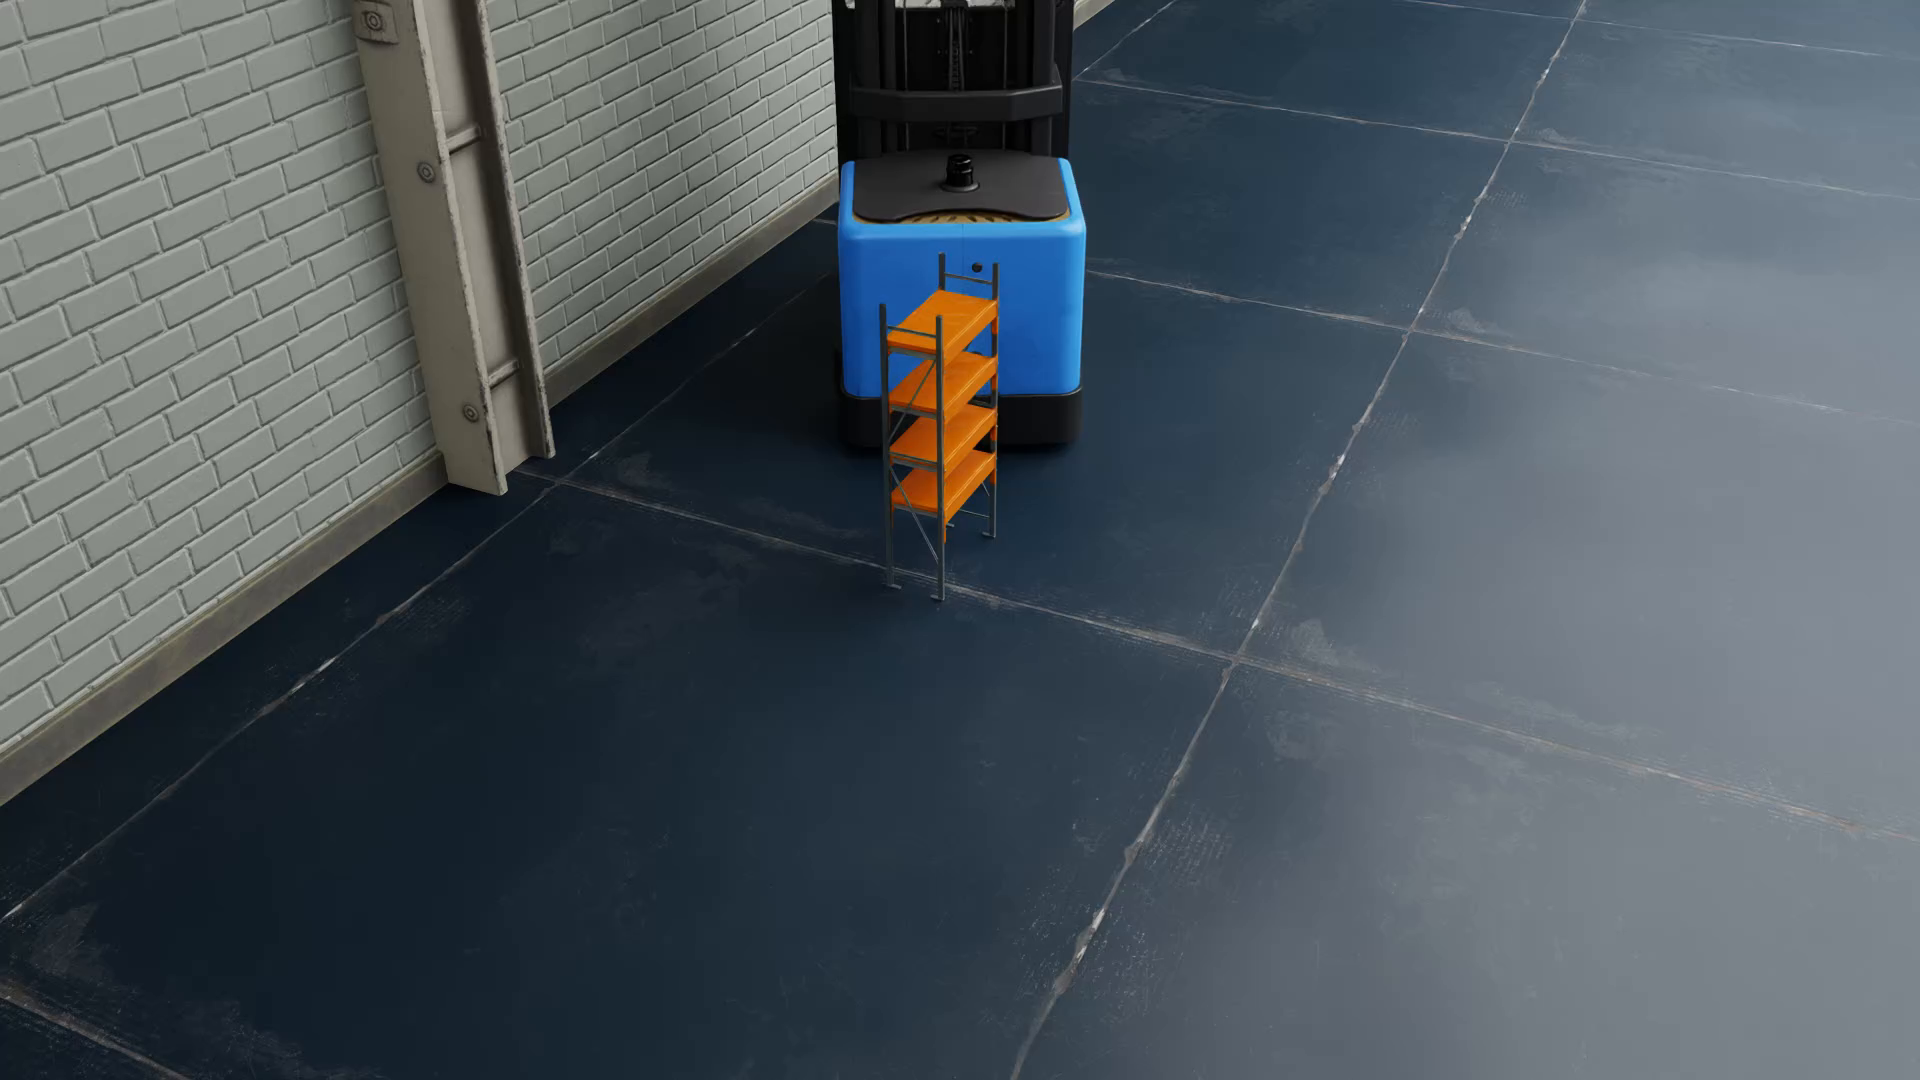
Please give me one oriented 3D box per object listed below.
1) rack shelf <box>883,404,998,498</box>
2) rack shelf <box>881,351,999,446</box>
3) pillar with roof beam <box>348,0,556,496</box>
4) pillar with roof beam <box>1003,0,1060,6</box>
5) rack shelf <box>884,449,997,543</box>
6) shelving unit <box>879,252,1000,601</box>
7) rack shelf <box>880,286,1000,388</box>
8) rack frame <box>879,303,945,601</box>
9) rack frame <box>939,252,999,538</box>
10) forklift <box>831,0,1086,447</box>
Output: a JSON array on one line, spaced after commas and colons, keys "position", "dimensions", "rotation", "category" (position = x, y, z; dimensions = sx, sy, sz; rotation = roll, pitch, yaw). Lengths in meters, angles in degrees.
[{"position": [-0.069, -0.363, 6.332], "dimensions": [0.258, 0.148, 0.480], "rotation": [14, 36, 20], "category": "rack shelf"}, {"position": [-0.069, -0.550, 6.209], "dimensions": [0.258, 0.148, 0.480], "rotation": [14, 36, 20], "category": "rack shelf"}, {"position": [1.909, -3.096, 3.264], "dimensions": [9.100, 9.000, 0.400], "rotation": [14, 36, 20], "category": "pillar with roof beam"}, {"position": [4.419, -6.084, 7.822], "dimensions": [9.100, 9.000, 0.400], "rotation": [14, 36, 20], "category": "pillar with roof beam"}, {"position": [-0.069, -0.197, 6.441], "dimensions": [0.258, 0.148, 0.480], "rotation": [14, 36, 20], "category": "rack shelf"}, {"position": [-0.069, -0.419, 6.295], "dimensions": [0.258, 1.200, 0.503], "rotation": [14, 36, 20], "category": "shelving unit"}, {"position": [-0.069, -0.748, 6.080], "dimensions": [0.258, 0.148, 0.480], "rotation": [14, 36, 20], "category": "rack shelf"}, {"position": [-0.171, -0.298, 6.110], "dimensions": [0.240, 1.200, 0.015], "rotation": [14, 36, 20], "category": "rack frame"}, {"position": [0.033, -0.541, 6.481], "dimensions": [0.240, 1.200, 0.015], "rotation": [14, 36, 20], "category": "rack frame"}, {"position": [-0.042, -2.407, 7.749], "dimensions": [1.130, 2.935, 3.031], "rotation": [-1, 33, -2], "category": "forklift"}]
